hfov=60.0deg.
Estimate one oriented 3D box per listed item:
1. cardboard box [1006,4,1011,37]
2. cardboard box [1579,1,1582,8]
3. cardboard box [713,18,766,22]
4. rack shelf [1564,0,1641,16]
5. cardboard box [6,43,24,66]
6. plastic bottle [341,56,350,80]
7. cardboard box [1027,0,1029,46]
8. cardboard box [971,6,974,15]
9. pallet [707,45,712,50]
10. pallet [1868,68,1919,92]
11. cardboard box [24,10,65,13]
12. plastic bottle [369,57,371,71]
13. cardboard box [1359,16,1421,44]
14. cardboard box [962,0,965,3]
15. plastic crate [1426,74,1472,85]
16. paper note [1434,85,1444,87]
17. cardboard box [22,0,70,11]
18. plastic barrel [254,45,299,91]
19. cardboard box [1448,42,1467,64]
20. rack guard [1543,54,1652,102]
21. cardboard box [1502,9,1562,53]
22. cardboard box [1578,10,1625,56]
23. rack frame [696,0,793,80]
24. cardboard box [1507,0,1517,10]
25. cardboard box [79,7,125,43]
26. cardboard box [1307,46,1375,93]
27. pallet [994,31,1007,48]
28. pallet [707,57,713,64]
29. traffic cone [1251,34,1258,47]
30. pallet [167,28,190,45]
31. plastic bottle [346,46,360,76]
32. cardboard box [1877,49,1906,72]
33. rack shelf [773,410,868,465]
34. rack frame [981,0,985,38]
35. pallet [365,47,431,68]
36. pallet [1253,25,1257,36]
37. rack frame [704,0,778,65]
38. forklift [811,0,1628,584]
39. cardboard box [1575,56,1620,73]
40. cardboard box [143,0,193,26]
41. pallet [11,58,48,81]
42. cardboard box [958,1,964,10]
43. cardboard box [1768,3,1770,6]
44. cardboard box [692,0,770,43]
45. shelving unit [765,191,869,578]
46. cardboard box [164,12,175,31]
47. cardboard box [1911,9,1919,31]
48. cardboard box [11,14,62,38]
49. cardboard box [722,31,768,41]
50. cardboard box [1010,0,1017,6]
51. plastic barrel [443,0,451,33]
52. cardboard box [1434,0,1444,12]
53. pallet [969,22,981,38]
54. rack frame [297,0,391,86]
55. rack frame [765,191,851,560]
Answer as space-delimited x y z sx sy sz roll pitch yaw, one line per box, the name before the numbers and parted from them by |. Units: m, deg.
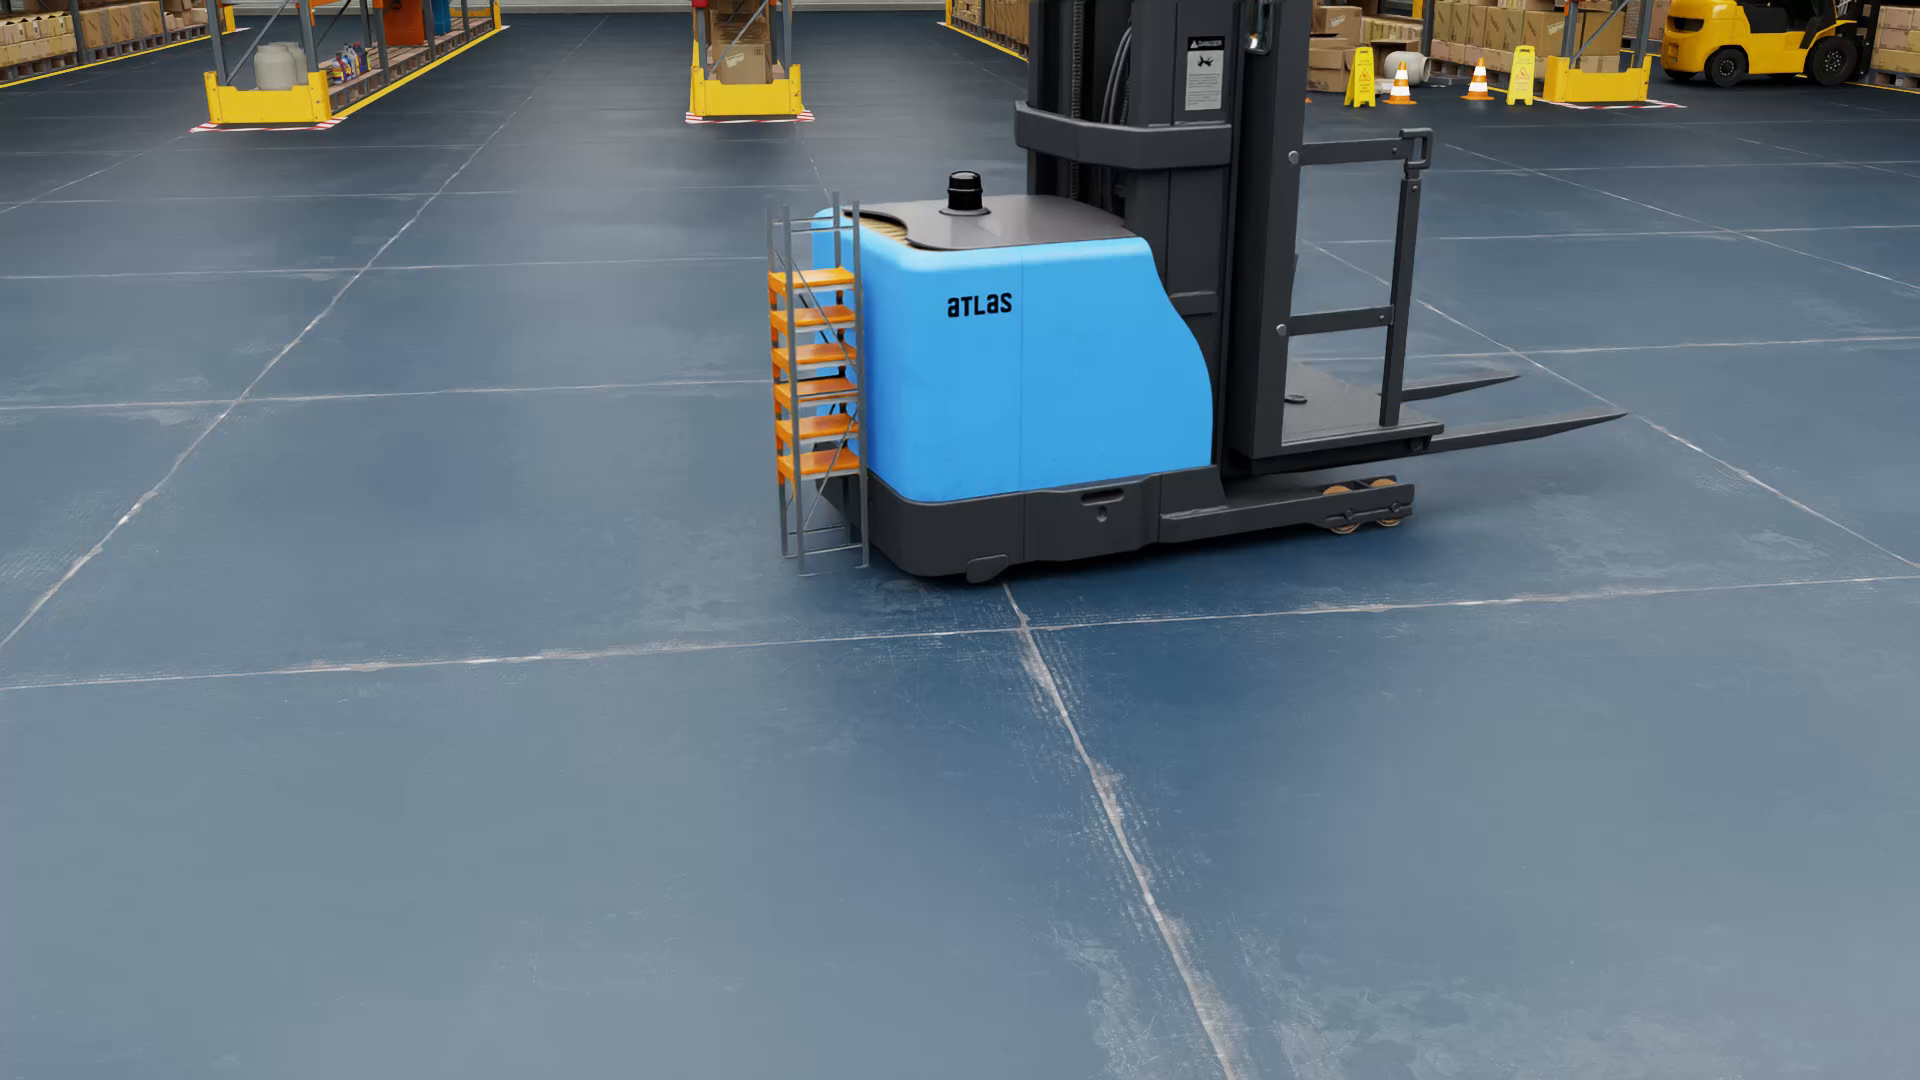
cardboard box | 1.027 -8.472 27.085 0.500 0.500 0.500 -2 21 -6
cardboard box | 10.833 -9.104 28.777 0.500 0.500 0.500 -2 21 -5
cardboard box | -3.012 -6.866 22.757 0.700 0.500 0.500 -3 21 -8
rack shelf | 7.200 -6.922 20.990 1.077 0.370 4.000 -3 21 -8
cardboard box | -12.661 -6.370 21.815 0.500 0.250 0.500 -4 21 -9
plastic bottle | -7.236 -5.542 19.537 0.097 0.271 0.097 0 20 0
cardboard box | 1.579 -7.677 24.598 1.050 0.750 0.750 -3 21 -7
cardboard box | 0.407 -9.715 30.490 0.380 0.149 0.250 -4 21 -10
pallet | -3.360 -7.260 24.851 1.003 0.211 1.213 -3 21 -8
pallet | 12.248 -5.775 20.875 1.003 0.211 1.213 -3 21 -8
cardboard box | -13.642 -7.685 24.950 0.500 0.500 0.500 -2 21 -6
plastic bottle | -7.435 -5.987 20.830 0.097 0.201 0.097 0 20 0
cardboard box | 6.521 -7.851 25.605 0.950 0.372 0.625 -3 21 -9
cardboard box | 0.247 -10.308 31.653 0.380 0.149 0.250 -3 21 -7
plastic crate | 6.326 -5.999 21.663 0.402 0.080 0.583 -11 23 -26
paper note | 6.090 -5.780 21.148 0.142 0.019 0.148 -11 23 -26
cardboard box | -13.654 -8.056 24.870 0.500 0.250 0.500 -2 21 -6
plastic barrel | -7.390 -5.072 17.965 0.421 0.512 0.421 0 20 0
cardboard box | 6.818 -6.458 22.049 0.500 0.250 0.500 -2 21 -5
rack guard | 7.477 -5.422 19.518 1.175 0.500 0.348 -3 21 -8
cardboard box | 7.036 -6.271 20.478 0.500 0.500 0.500 -2 21 -6
cardboard box | 7.642 -6.128 20.094 0.500 0.500 0.500 -4 21 -10
rack frame | -2.318 -6.067 17.672 1.000 3.000 0.127 -3 21 -8
cardboard box | 6.962 -6.605 20.445 0.380 0.149 0.250 -3 21 -7
cardboard box | -13.206 -7.900 25.525 0.500 0.500 0.500 -3 21 -8
cardboard box | 4.730 -5.878 20.734 0.637 0.503 0.797 17 27 39
pallet | 1.167 -8.438 28.005 1.003 0.211 1.213 -3 21 -8
pallet | -3.009 -6.415 22.590 1.003 0.211 1.213 -3 21 -8
traffic cone | 4.316 -7.172 24.256 0.336 0.463 0.334 -3 21 -8
pallet | -13.950 -8.655 28.587 1.003 0.211 1.213 -3 21 -8
plastic bottle | -7.344 -5.780 20.062 0.144 0.351 0.185 -3 21 -8
cardboard box | 11.957 -6.046 20.947 0.500 0.250 0.500 -3 21 -8
rack shelf | -0.449 -0.331 5.355 0.258 0.103 0.180 -9 22 -21
rack frame | 0.875 -10.437 29.372 1.000 3.000 0.127 -3 21 -8
pallet | -8.299 -7.010 24.184 1.003 0.211 1.213 -3 21 -8
pallet | 5.944 -9.152 29.917 1.003 0.211 1.213 -3 21 -8
rack frame | -2.895 -7.452 21.380 1.000 3.000 0.127 -3 21 -8
forklift | 1.044 -1.554 5.687 3.031 2.935 1.130 -8 22 -21
cardboard box | 7.646 -5.768 20.203 0.500 0.250 0.500 -3 21 -8
cardboard box | -14.127 -9.410 29.563 0.797 0.503 0.637 -3 21 -8
pallet | -13.022 -6.323 22.345 1.003 0.211 1.213 -3 21 -8
cardboard box | 0.156 -10.356 32.204 0.380 0.149 0.250 -2 21 -6
cardboard box | 11.582 -7.397 23.134 0.500 0.250 0.500 -3 21 -9
cardboard box | -3.550 -8.278 26.029 1.225 0.875 0.875 -4 21 -10
shelving unit | -0.450 -0.485 5.297 0.258 1.200 0.189 -9 22 -21
cardboard box | -13.698 -8.826 28.274 0.500 0.311 0.500 -3 21 -8
cardboard box | 12.025 -6.339 20.302 0.500 0.250 0.500 -2 21 -6
cardboard box | -12.874 -7.161 23.130 0.500 0.311 0.500 -3 21 -9
cardboard box | -2.620 -5.928 20.273 0.500 0.500 0.500 -5 21 -13
cardboard box | 1.093 -8.652 26.496 0.500 0.250 0.500 -3 21 -9
plastic barrel | -8.888 -8.996 27.914 0.600 0.901 0.708 -3 21 -8
cardboard box | 10.087 -11.169 34.300 0.797 0.503 0.637 -4 21 -10
pallet | 0.743 -9.361 30.478 1.003 0.211 1.213 -3 21 -8
rack frame | -7.796 -7.202 20.711 1.000 3.000 0.127 -3 21 -8
rack frame | -0.486 -0.514 5.376 0.240 1.200 0.006 -9 22 -21
